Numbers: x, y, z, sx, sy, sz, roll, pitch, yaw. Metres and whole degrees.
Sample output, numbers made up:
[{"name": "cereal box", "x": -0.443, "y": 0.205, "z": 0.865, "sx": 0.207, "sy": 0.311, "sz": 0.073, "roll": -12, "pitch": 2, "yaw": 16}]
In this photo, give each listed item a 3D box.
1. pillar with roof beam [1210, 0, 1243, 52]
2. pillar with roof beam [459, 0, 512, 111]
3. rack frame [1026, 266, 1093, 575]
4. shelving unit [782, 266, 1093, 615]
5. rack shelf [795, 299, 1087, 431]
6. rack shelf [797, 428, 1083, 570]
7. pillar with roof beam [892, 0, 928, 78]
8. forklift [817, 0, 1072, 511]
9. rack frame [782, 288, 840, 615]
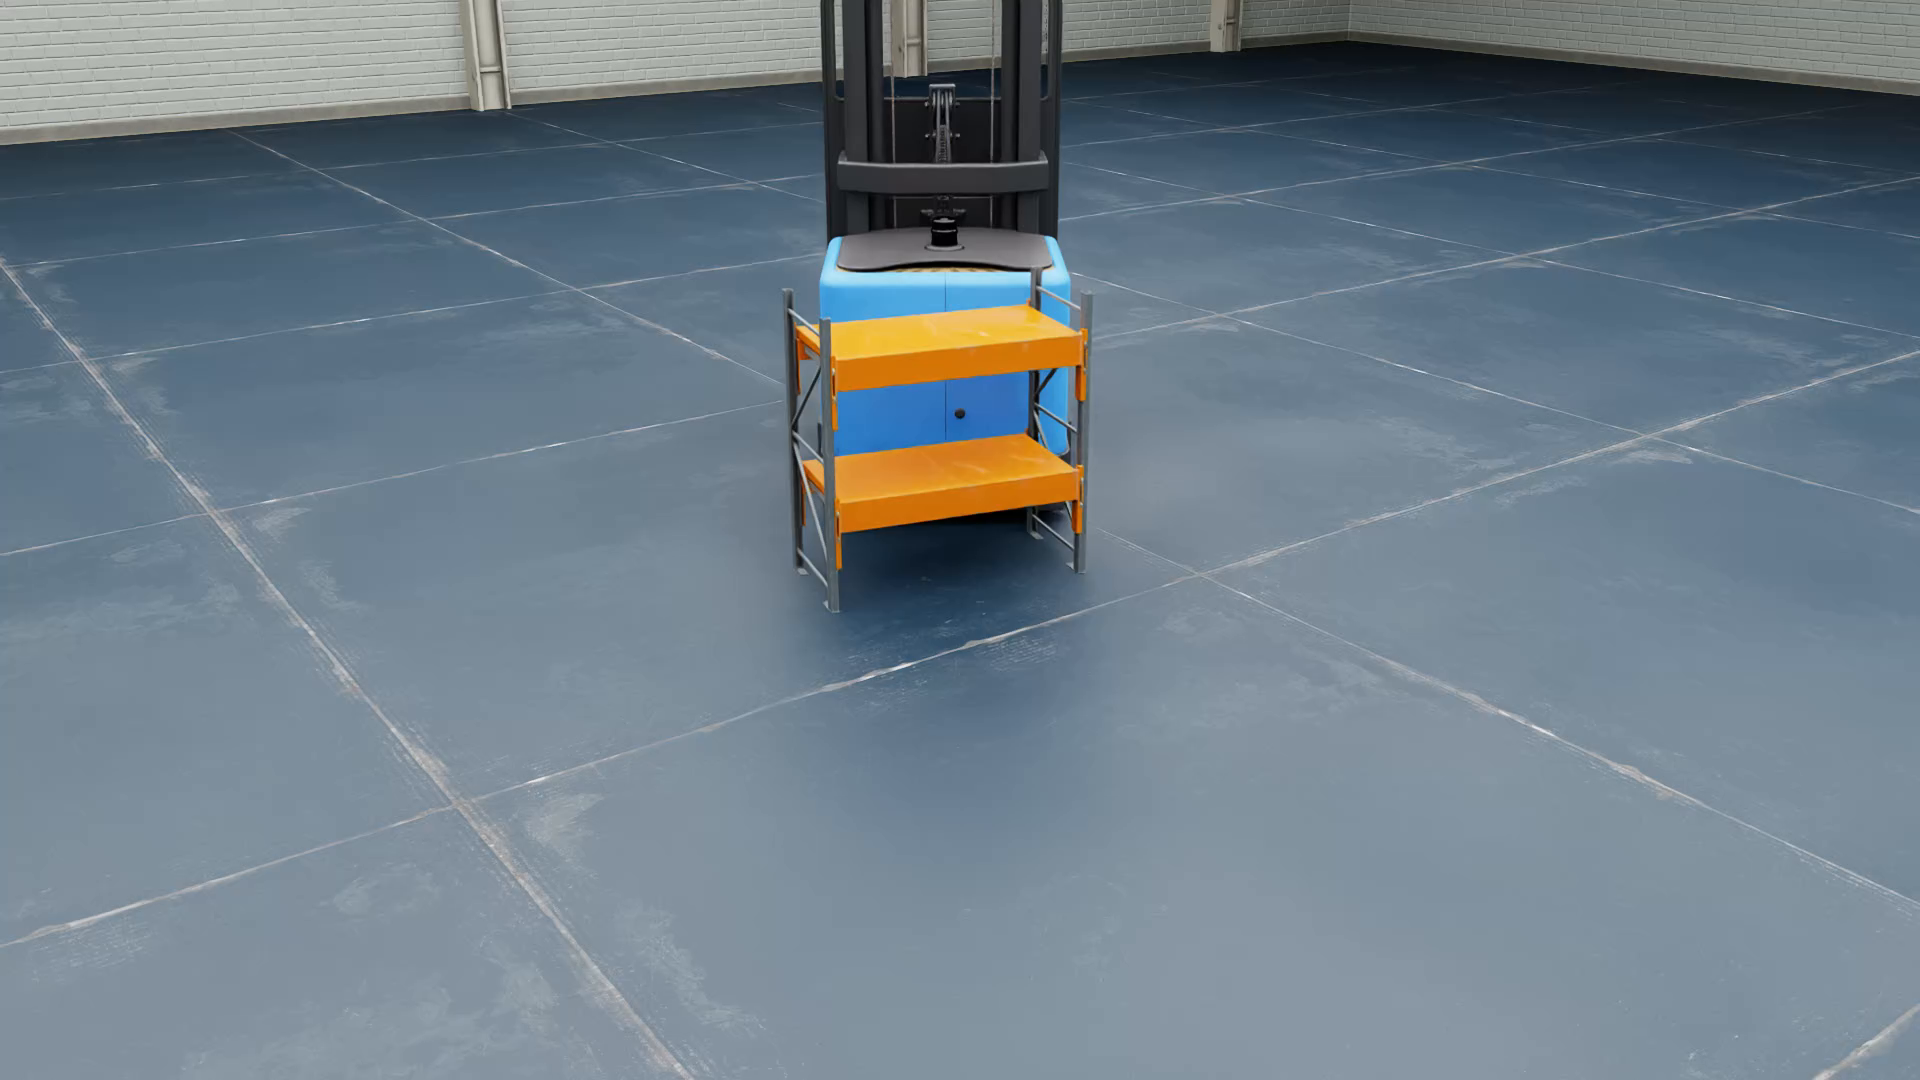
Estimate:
[{"name": "pillar with roof beam", "x": 6.691, "y": -10.602, "z": 21.324, "sx": 0.400, "sy": 9.000, "sz": 9.100, "roll": -15, "pitch": 26, "yaw": -33}, {"name": "pillar with roof beam", "x": -3.050, "y": -8.005, "z": 14.815, "sx": 0.400, "sy": 9.000, "sz": 9.100, "roll": -15, "pitch": 26, "yaw": -33}, {"name": "rack frame", "x": 0.386, "y": -0.473, "z": 6.564, "sx": 0.032, "sy": 1.125, "sz": 0.500, "roll": -8, "pitch": 23, "yaw": -20}, {"name": "shelving unit", "x": -0.086, "y": -0.403, "z": 6.388, "sx": 1.048, "sy": 1.125, "sz": 0.538, "roll": -8, "pitch": 23, "yaw": -20}, {"name": "rack shelf", "x": -0.086, "y": -0.675, "z": 6.279, "sx": 1.000, "sy": 0.278, "sz": 0.538, "roll": -8, "pitch": 23, "yaw": -20}, {"name": "rack shelf", "x": -0.086, "y": -0.176, "z": 6.478, "sx": 1.000, "sy": 0.278, "sz": 0.538, "roll": -8, "pitch": 23, "yaw": -20}, {"name": "pillar with roof beam", "x": 1.820, "y": -9.304, "z": 18.070, "sx": 0.400, "sy": 9.000, "sz": 9.100, "roll": -15, "pitch": 26, "yaw": -33}, {"name": "forklift", "x": -0.089, "y": -1.977, "z": 7.897, "sx": 1.130, "sy": 2.935, "sz": 3.031, "roll": 0, "pitch": 22, "yaw": -1}, {"name": "rack frame", "x": -0.557, "y": -0.332, "z": 6.212, "sx": 0.032, "sy": 1.125, "sz": 0.500, "roll": -8, "pitch": 23, "yaw": -20}]
